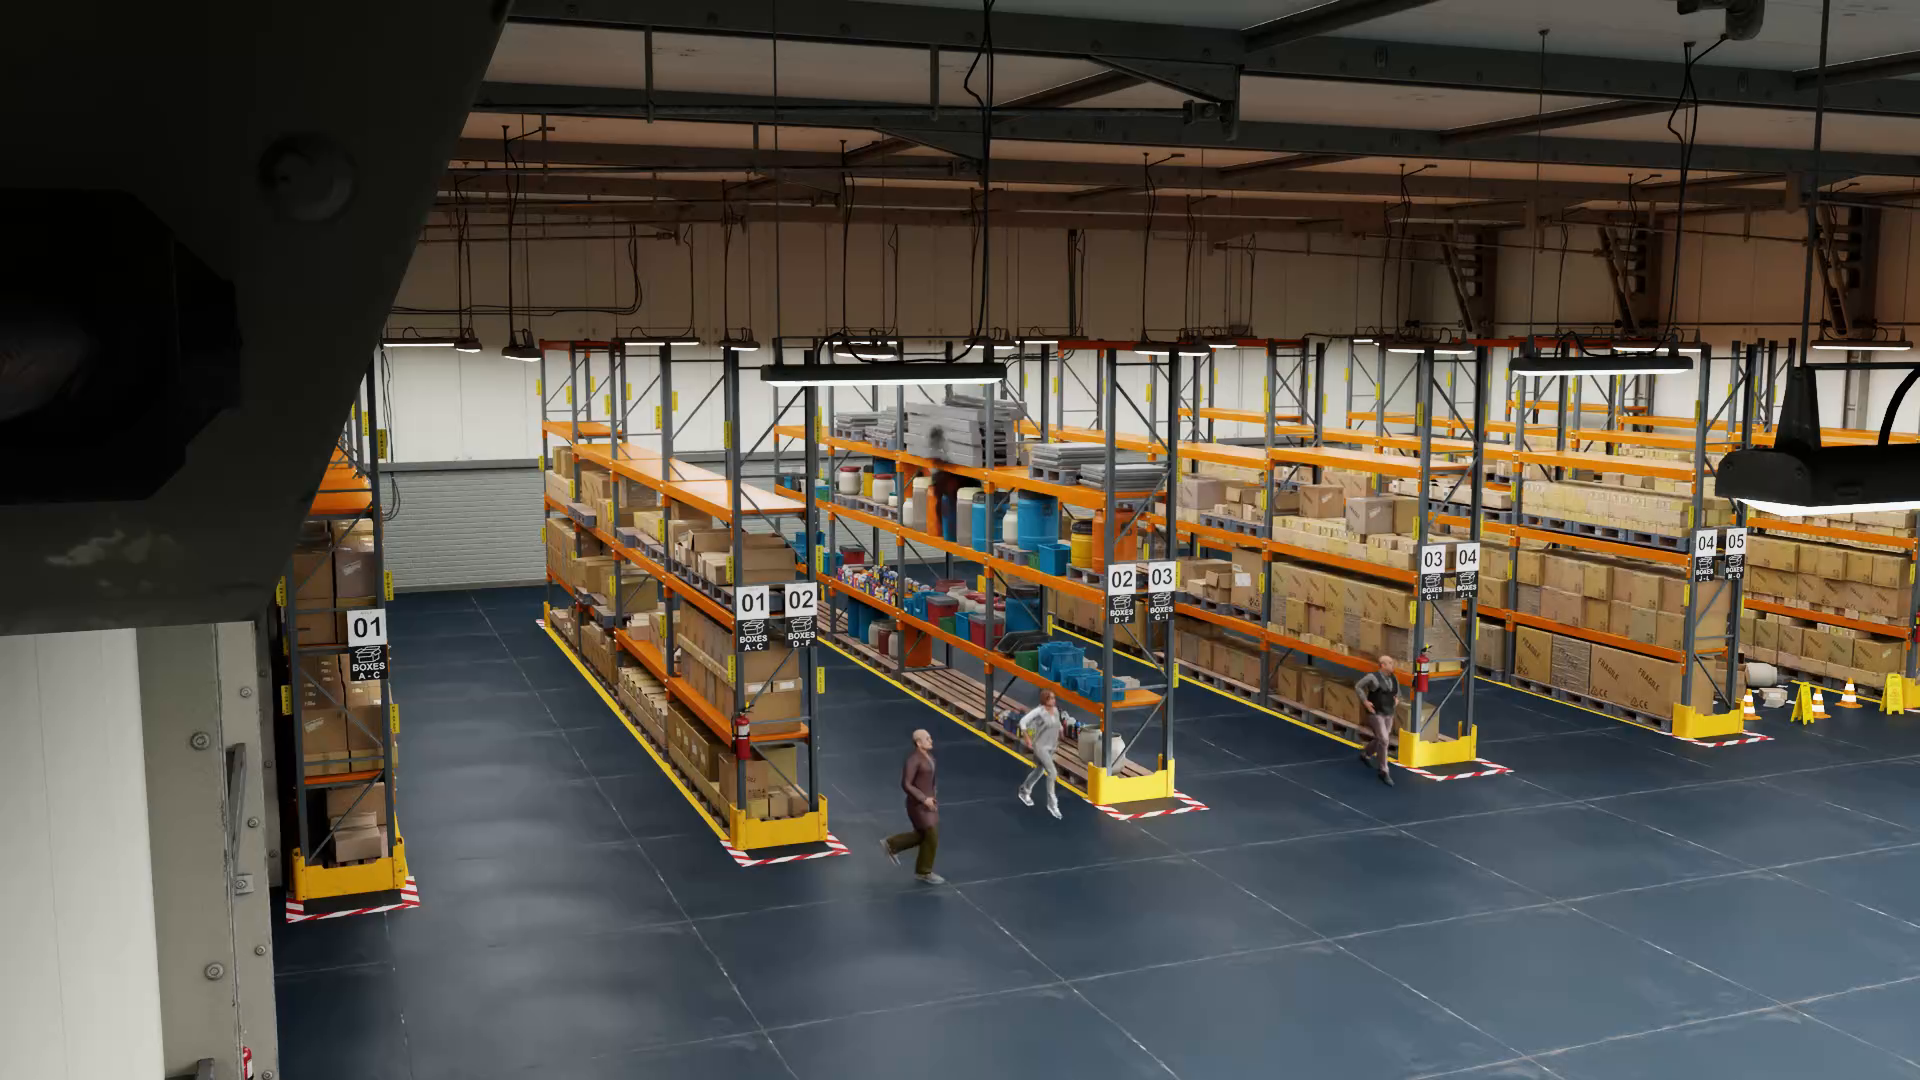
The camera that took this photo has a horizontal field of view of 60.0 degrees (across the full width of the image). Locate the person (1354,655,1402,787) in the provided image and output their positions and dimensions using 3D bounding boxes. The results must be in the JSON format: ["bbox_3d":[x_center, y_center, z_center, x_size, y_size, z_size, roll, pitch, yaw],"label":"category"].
[{"bbox_3d":[5.909,2.469,23.226,0.661,1.727,0.956,-5,9,-31],"label":"person"}]

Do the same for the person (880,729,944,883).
[{"bbox_3d":[-0.541,3.014,18.952,0.765,1.773,0.725,2,8,12],"label":"person"}]

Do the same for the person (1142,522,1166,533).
[{"bbox_3d":[4.609,0.077,41.497,0.953,1.705,0.844,-1,7,-7],"label":"person"}]

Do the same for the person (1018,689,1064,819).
[{"bbox_3d":[1.094,2.733,21.612,0.764,1.625,0.534,6,9,37],"label":"person"}]
